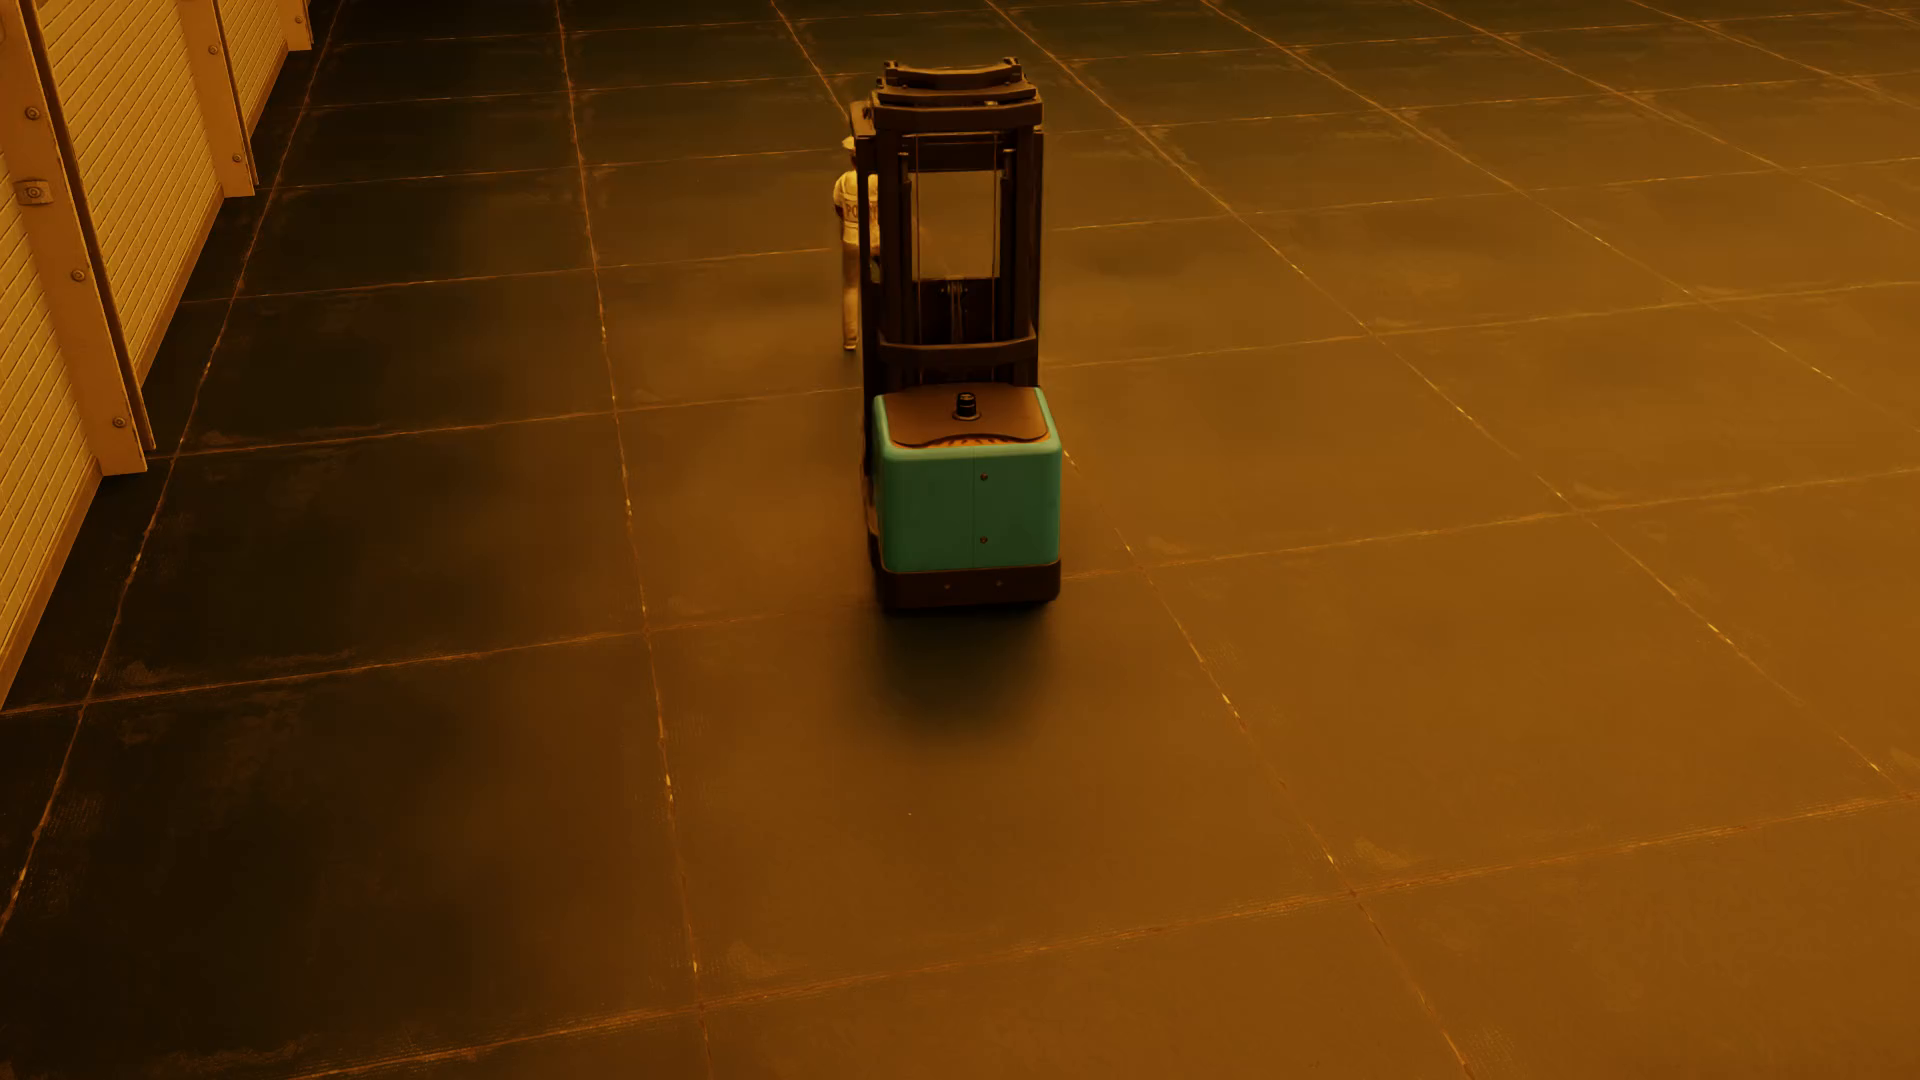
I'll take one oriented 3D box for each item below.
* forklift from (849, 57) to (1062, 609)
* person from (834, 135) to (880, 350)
[{"bbox_3d":[-0.089,-1.584,10.311,1.130,2.935,3.031,-3,30,-5],"label":"forklift"},{"bbox_3d":[-0.687,-2.325,12.918,0.566,1.611,0.636,2,30,3],"label":"person"}]
